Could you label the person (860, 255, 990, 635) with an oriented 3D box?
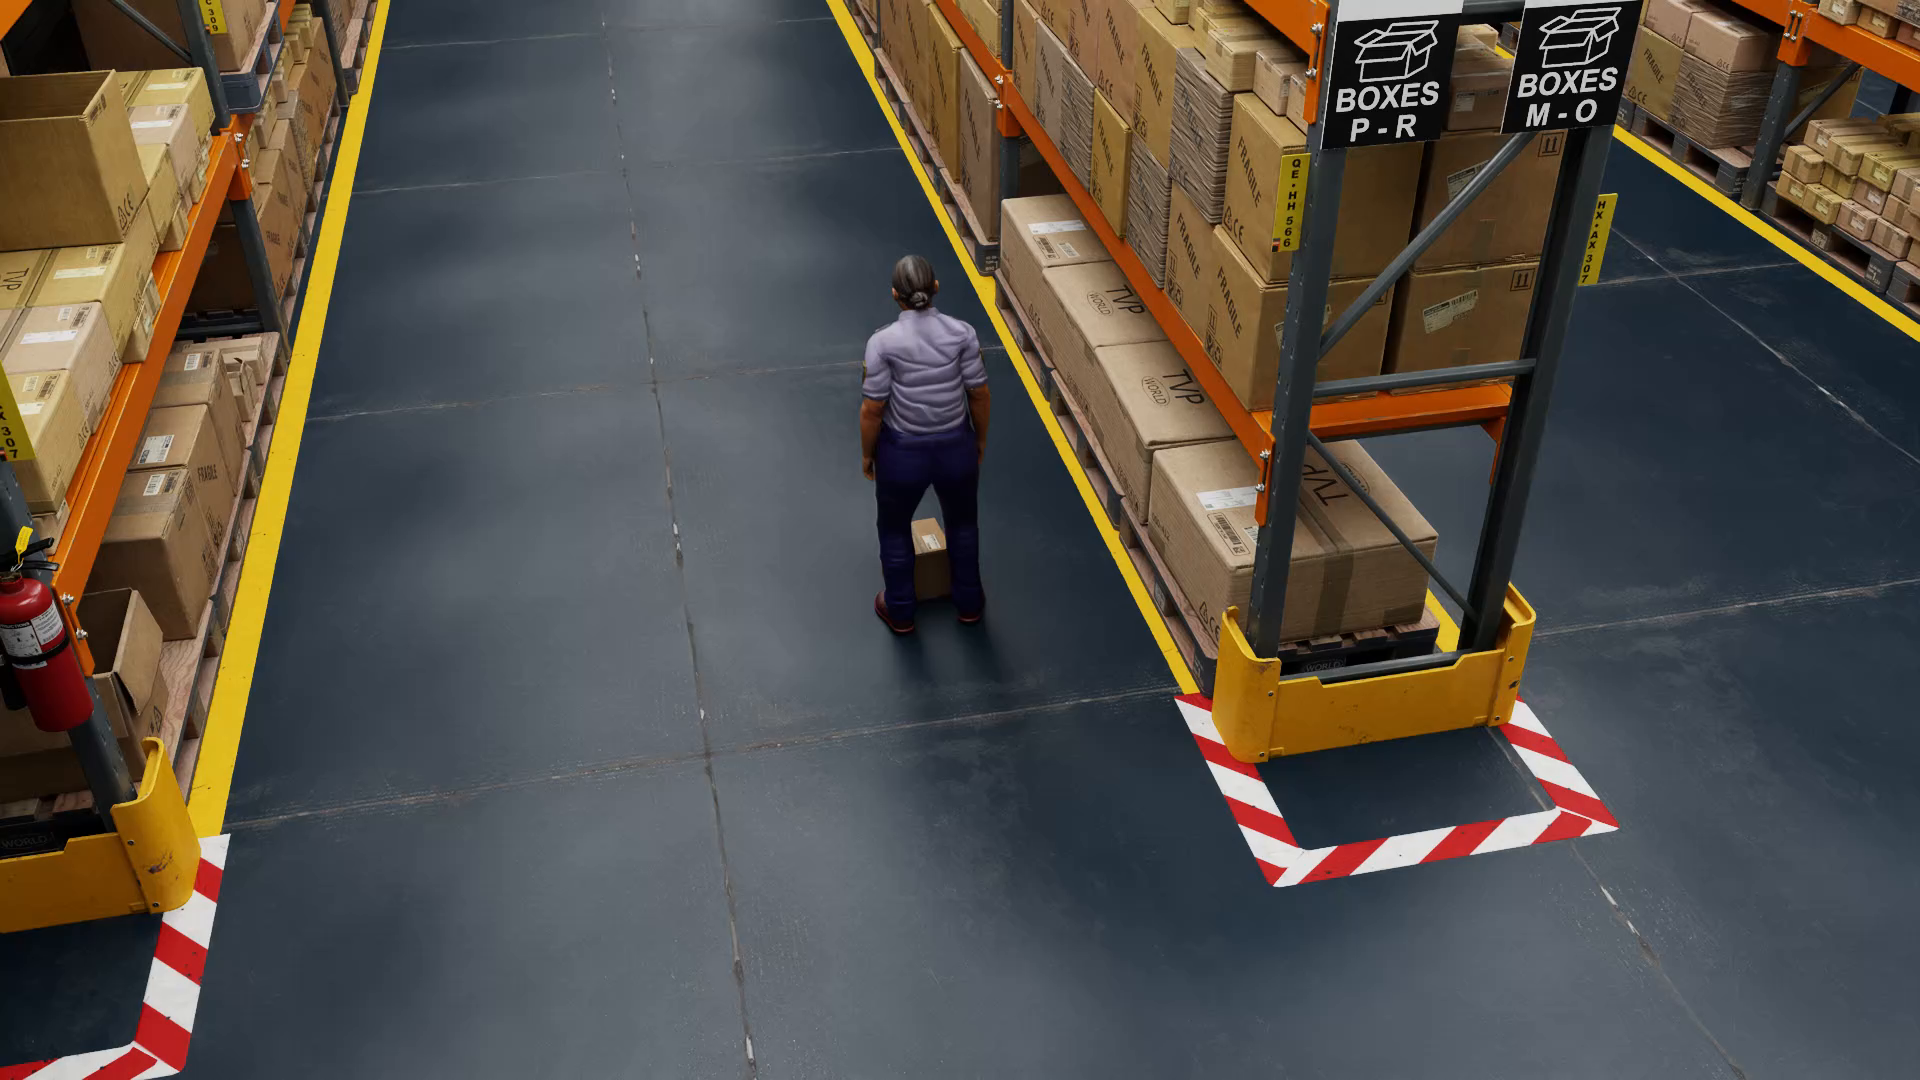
[{"bbox_3d":[-0.134,-0.351,6.661,0.537,1.651,0.371,-8,35,-11],"label":"person"}]
